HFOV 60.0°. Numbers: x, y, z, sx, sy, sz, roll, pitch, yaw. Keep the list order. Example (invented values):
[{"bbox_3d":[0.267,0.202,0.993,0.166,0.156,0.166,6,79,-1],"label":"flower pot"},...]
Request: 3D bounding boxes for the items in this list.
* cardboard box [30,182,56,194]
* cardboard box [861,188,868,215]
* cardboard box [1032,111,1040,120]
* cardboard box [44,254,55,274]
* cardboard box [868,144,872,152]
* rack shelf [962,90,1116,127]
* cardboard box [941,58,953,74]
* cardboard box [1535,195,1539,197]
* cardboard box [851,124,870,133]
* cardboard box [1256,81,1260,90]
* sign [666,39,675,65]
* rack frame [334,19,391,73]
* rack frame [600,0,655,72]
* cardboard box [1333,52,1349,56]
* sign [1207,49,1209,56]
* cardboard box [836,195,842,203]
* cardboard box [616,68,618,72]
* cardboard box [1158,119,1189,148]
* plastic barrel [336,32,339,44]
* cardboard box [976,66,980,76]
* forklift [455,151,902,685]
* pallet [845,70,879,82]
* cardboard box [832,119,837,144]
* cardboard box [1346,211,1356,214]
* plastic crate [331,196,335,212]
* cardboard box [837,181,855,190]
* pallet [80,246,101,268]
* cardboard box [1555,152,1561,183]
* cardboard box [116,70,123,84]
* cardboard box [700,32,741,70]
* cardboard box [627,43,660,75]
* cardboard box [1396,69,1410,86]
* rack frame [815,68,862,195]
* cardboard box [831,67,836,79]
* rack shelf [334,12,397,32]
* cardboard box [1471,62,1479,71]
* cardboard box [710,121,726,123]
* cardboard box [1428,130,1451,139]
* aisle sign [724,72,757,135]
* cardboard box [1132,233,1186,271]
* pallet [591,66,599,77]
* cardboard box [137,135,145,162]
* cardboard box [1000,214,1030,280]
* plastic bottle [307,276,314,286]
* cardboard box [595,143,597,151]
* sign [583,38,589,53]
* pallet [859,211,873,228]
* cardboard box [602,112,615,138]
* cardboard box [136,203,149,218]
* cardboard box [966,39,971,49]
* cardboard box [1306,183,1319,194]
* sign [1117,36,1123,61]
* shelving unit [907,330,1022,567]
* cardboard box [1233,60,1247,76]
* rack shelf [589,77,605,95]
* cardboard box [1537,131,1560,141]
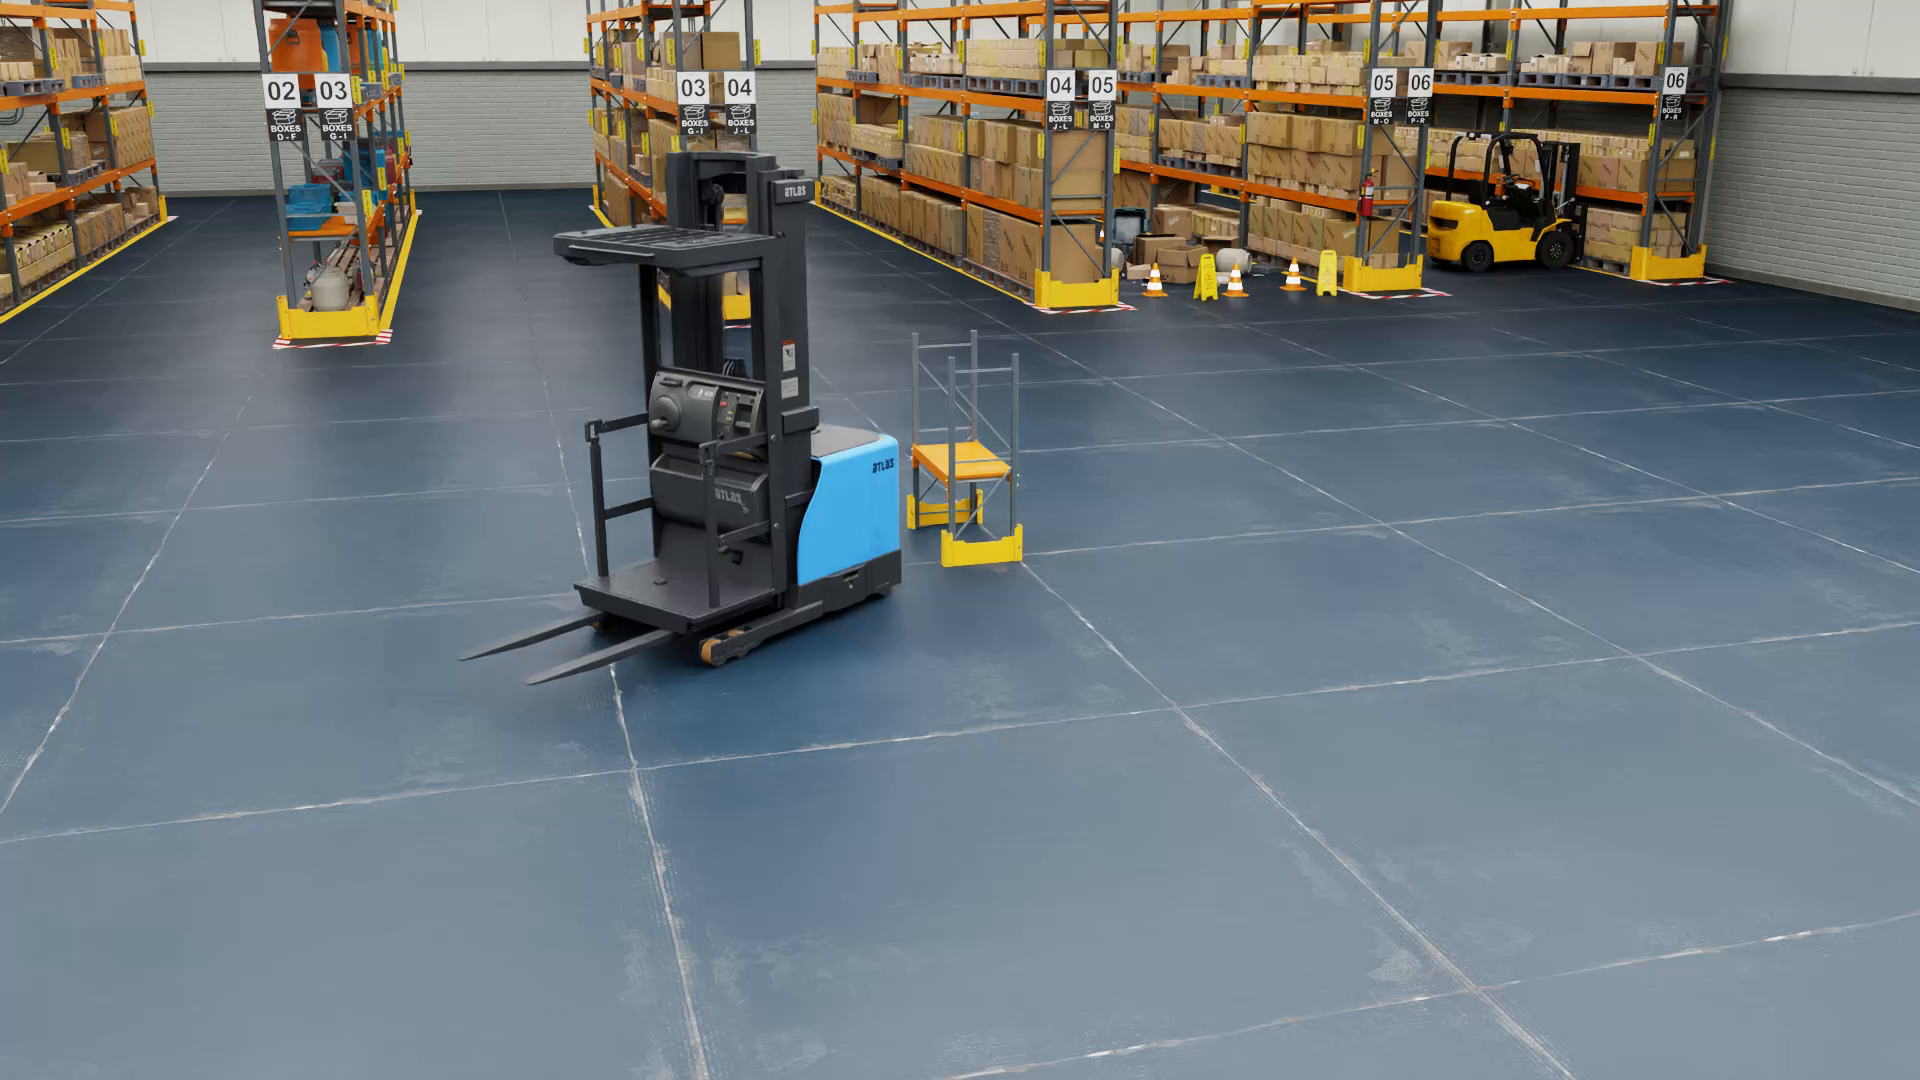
[{"bbox_3d":[-14.367,-5.498,25.979,0.380,0.149,0.250,-5,17,-15],"label":"cardboard box"},{"bbox_3d":[-1.708,-6.877,33.747,0.500,0.500,0.500,-4,17,-13],"label":"cardboard box"},{"bbox_3d":[1.983,-9.853,38.129,0.500,0.500,0.500,-5,17,-17],"label":"cardboard box"},{"bbox_3d":[-14.076,-4.180,25.203,0.500,0.250,0.500,-4,17,-14],"label":"cardboard box"},{"bbox_3d":[-1.560,-7.603,32.256,0.380,0.149,0.250,-6,18,-18],"label":"cardboard box"},{"bbox_3d":[1.092,-6.424,24.662,1.077,0.370,4.000,-5,17,-15],"label":"rack shelf"},{"bbox_3d":[-0.009,-7.823,27.426,0.500,0.250,0.500,-5,17,-16],"label":"cardboard box"},{"bbox_3d":[10.367,-5.941,29.326,0.500,0.250,0.500,-4,17,-14],"label":"cardboard box"},{"bbox_3d":[-1.990,-8.319,33.605,0.380,0.149,0.250,-4,17,-12],"label":"cardboard box"},{"bbox_3d":[5.122,-7.514,27.477,0.380,0.149,0.250,-5,17,-16],"label":"cardboard box"},{"bbox_3d":[-3.694,-6.237,21.249,0.100,0.325,0.005,-5,17,-15],"label":"sign"},{"bbox_3d":[-11.215,-10.216,30.819,1.000,3.000,0.127,-5,17,-15],"label":"rack frame"},{"bbox_3d":[-6.453,-10.607,32.123,1.000,3.000,0.127,-5,17,-15],"label":"rack frame"},{"bbox_3d":[7.987,-10.080,34.598,0.380,0.149,0.250,-5,17,-15],"label":"cardboard box"},{"bbox_3d":[4.697,-9.138,31.546,0.100,0.325,0.005,-5,17,-15],"label":"sign"},{"bbox_3d":[-2.481,-7.444,36.244,0.380,0.149,0.250,-5,17,-15],"label":"cardboard box"},{"bbox_3d":[-6.238,-9.019,31.473,0.500,0.311,0.500,-5,18,-17],"label":"cardboard box"},{"bbox_3d":[4.076,-7.660,31.318,0.500,0.500,0.500,-5,17,-17],"label":"cardboard box"},{"bbox_3d":[-9.725,-7.292,25.428,0.600,0.901,0.708,-5,17,-15],"label":"plastic barrel"},{"bbox_3d":[0.456,-7.183,25.469,0.380,0.149,0.250,-5,17,-15],"label":"cardboard box"},{"bbox_3d":[-1.688,-0.808,10.047,1.130,2.935,3.031,12,21,36],"label":"forklift"},{"bbox_3d":[-1.589,-9.266,33.197,1.213,0.211,1.003,-5,17,-15],"label":"pallet"},{"bbox_3d":[-2.458,-8.826,35.930,0.500,0.500,0.500,-5,17,-17],"label":"cardboard box"},{"bbox_3d":[6.133,-4.977,26.553,0.500,0.500,0.500,-4,17,-14],"label":"cardboard box"},{"bbox_3d":[-8.915,-4.631,23.022,0.450,0.188,0.662,-5,17,-15],"label":"plastic crate"},{"bbox_3d":[-2.433,-7.652,35.903,0.380,0.149,0.250,-5,18,-17],"label":"cardboard box"},{"bbox_3d":[-15.048,-4.720,27.797,1.003,0.211,1.213,-5,17,-15],"label":"pallet"},{"bbox_3d":[10.216,-6.320,28.104,0.500,0.500,0.500,-5,17,-16],"label":"cardboard box"},{"bbox_3d":[-16.144,-8.748,31.407,0.500,0.250,0.500,-5,17,-15],"label":"cardboard box"},{"bbox_3d":[-3.303,-6.713,22.813,0.500,0.500,0.500,-5,17,-15],"label":"cardboard box"},{"bbox_3d":[-5.191,-7.922,27.355,0.500,0.500,0.500,-5,17,-17],"label":"cardboard box"},{"bbox_3d":[6.491,-6.866,24.624,0.500,0.250,0.500,-5,17,-16],"label":"cardboard box"},{"bbox_3d":[-2.756,-9.205,37.882,1.000,3.000,0.127,-5,17,-15],"label":"rack frame"},{"bbox_3d":[-2.452,-9.994,35.556,0.500,0.250,0.500,-5,17,-16],"label":"cardboard box"},{"bbox_3d":[-11.765,-10.233,32.822,1.077,0.370,4.000,-5,17,-15],"label":"rack shelf"},{"bbox_3d":[9.451,-8.544,30.000,0.380,0.149,0.250,-5,17,-15],"label":"cardboard box"},{"bbox_3d":[-3.591,-5.811,24.155,0.500,0.500,0.500,-5,17,-15],"label":"cardboard box"},{"bbox_3d":[9.115,-7.696,31.556,0.380,0.149,0.250,-4,17,-14],"label":"cardboard box"},{"bbox_3d":[-2.850,-5.667,21.584,0.394,0.787,0.004,-5,17,-15],"label":"aisle sign"},{"bbox_3d":[3.191,-4.612,26.694,0.797,0.637,0.503,-5,17,-15],"label":"cardboard box"},{"bbox_3d":[-7.338,-10.030,35.570,1.003,0.211,1.213,-5,17,-15],"label":"pallet"},{"bbox_3d":[-16.416,-7.722,32.773,0.500,0.500,0.500,-5,17,-15],"label":"cardboard box"},{"bbox_3d":[1.148,-4.388,24.810,0.875,0.875,0.875,-5,17,-16],"label":"cardboard box"},{"bbox_3d":[-8.887,-3.475,22.776,0.152,0.276,0.135,-5,17,-15],"label":"plastic bottle"},{"bbox_3d":[-7.700,-8.525,36.056,0.380,0.149,0.250,-5,17,-16],"label":"cardboard box"},{"bbox_3d":[-8.087,-10.692,35.960,0.100,0.325,0.005,-5,17,-15],"label":"sign"},{"bbox_3d":[-1.441,-6.548,33.883,1.003,0.211,1.213,-5,17,-15],"label":"pallet"},{"bbox_3d":[-6.970,-8.409,33.672,0.500,0.500,0.500,-5,17,-15],"label":"cardboard box"},{"bbox_3d":[-16.460,-6.556,33.079,0.500,0.250,0.500,-5,17,-15],"label":"cardboard box"},{"bbox_3d":[0.315,-7.705,25.822,0.380,0.149,0.250,-5,17,-15],"label":"cardboard box"},{"bbox_3d":[5.646,-5.513,26.028,0.380,0.149,0.250,-5,17,-16],"label":"cardboard box"},{"bbox_3d":[2.177,-6.714,22.720,0.100,0.325,0.005,-5,17,-15],"label":"sign"},{"bbox_3d":[0.021,-0.697,12.166,0.587,1.500,1.083,-5,17,-15],"label":"shelving unit"},{"bbox_3d":[4.974,-8.021,28.257,0.500,0.250,0.500,-5,17,-16],"label":"cardboard box"},{"bbox_3d":[-7.003,-9.380,34.500,1.077,0.370,4.000,-5,17,-15],"label":"rack shelf"},{"bbox_3d":[10.057,-6.873,28.302,0.380,0.149,0.250,-4,17,-14],"label":"cardboard box"}]
